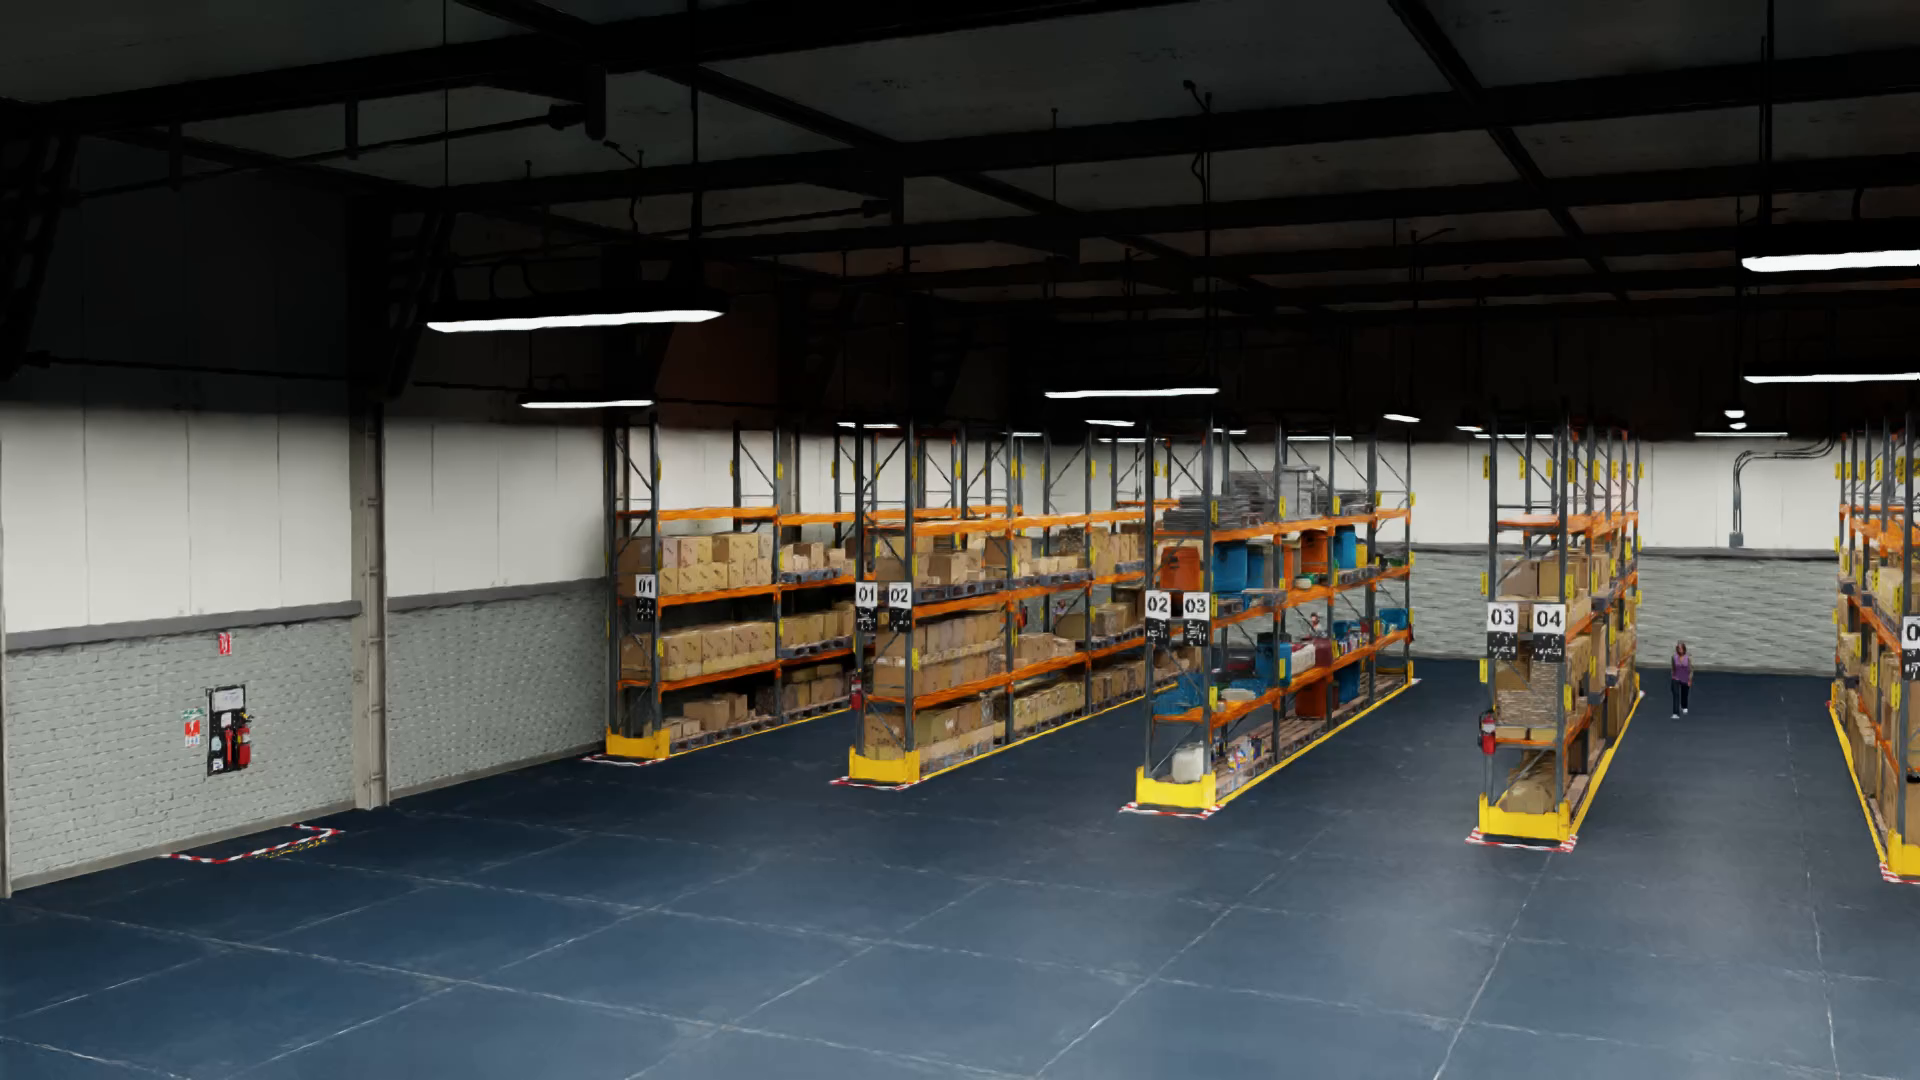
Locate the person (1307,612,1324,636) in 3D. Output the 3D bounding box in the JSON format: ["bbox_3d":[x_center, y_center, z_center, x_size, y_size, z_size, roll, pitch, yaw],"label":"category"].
[{"bbox_3d":[8.477,2.522,39.682,0.445,1.591,1.110,1,3,23],"label":"person"}]

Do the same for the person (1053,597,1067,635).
[{"bbox_3d":[2.703,2.331,43.836,0.720,1.643,0.526,-2,3,-32],"label":"person"}]

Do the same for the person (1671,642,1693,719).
[{"bbox_3d":[14.589,2.819,33.599,0.417,1.525,1.034,1,3,24],"label":"person"}]
